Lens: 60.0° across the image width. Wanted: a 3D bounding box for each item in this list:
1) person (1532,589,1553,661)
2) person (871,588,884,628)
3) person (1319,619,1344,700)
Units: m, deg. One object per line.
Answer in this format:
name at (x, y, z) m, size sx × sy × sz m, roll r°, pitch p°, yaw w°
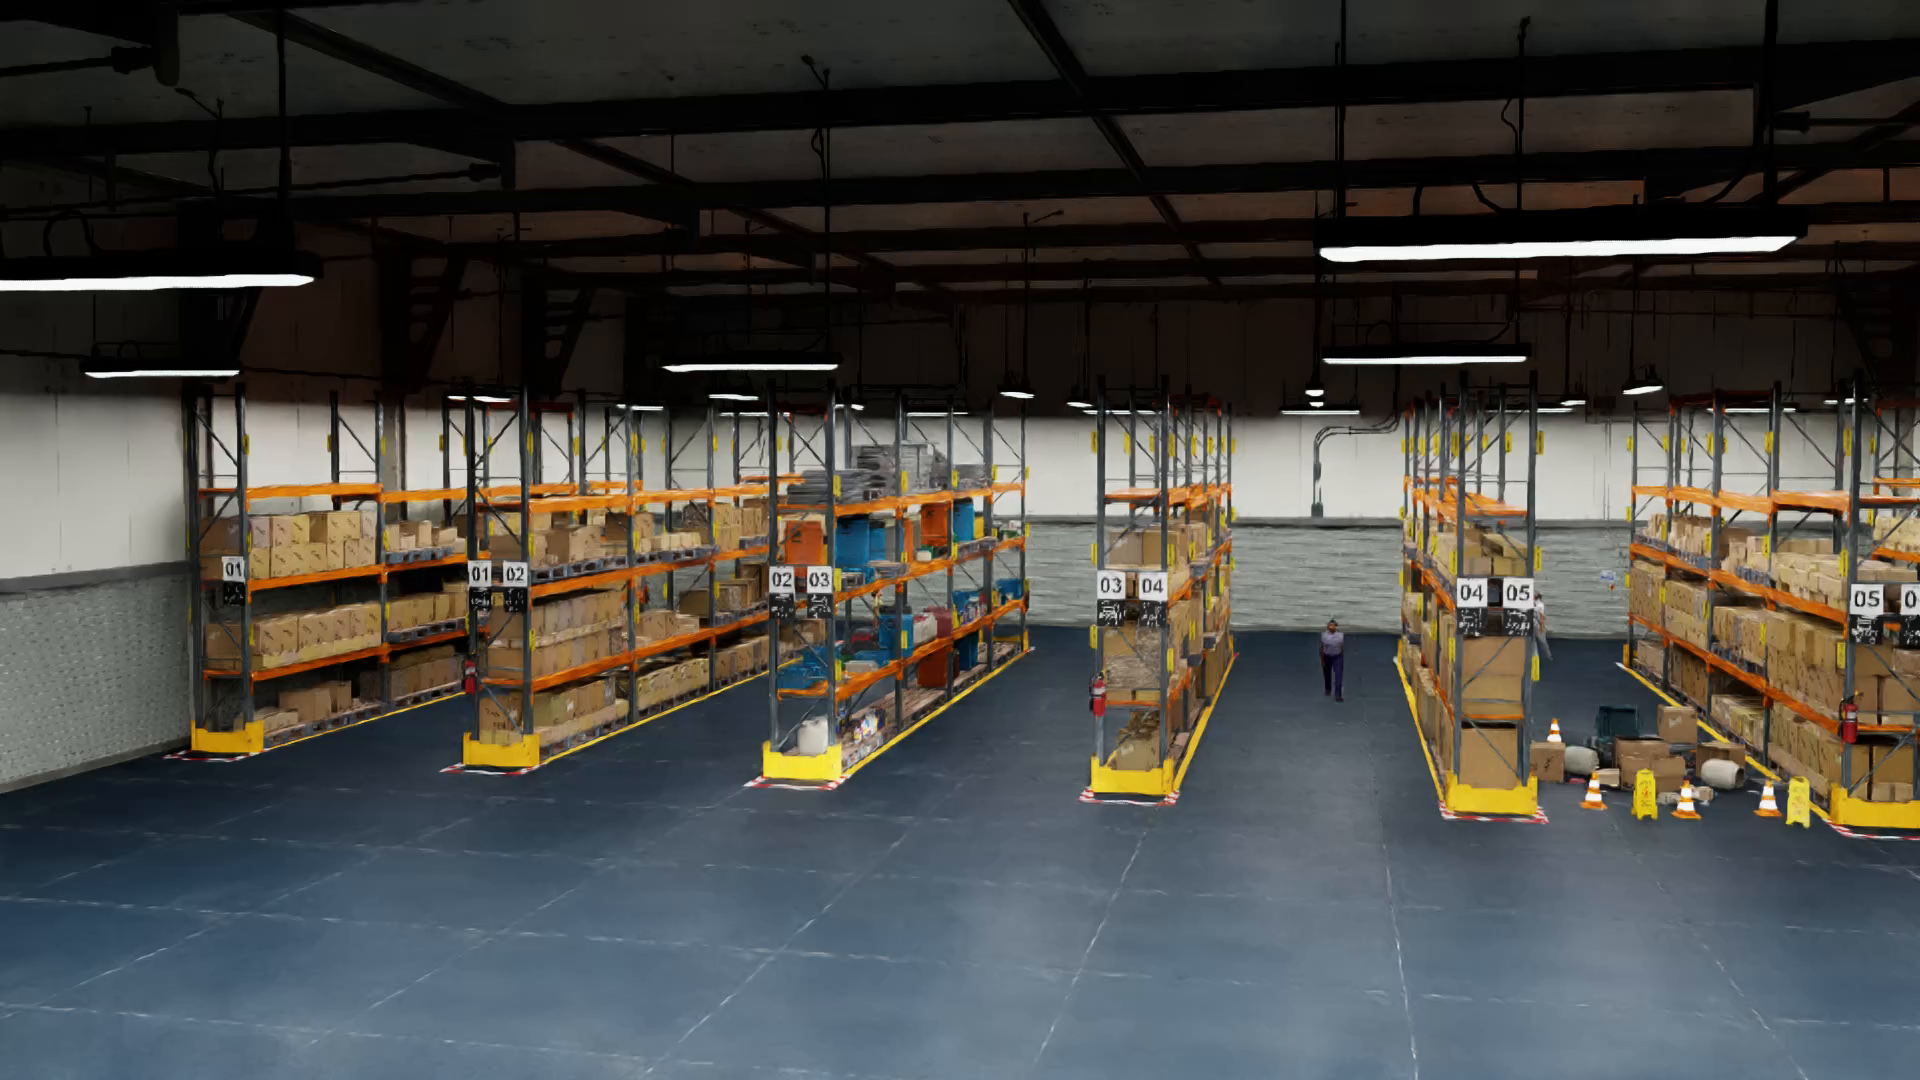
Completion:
person at (13.470, 1.976, 38.657) m, size 0.550 × 1.652 × 0.595 m, roll -1°, pitch 3°, yaw -13°
person at (-1.926, 1.903, 39.251) m, size 0.390 × 1.673 × 0.557 m, roll 0°, pitch 3°, yaw 1°
person at (7.317, 2.333, 32.750) m, size 0.479 × 1.567 × 1.090 m, roll 1°, pitch 3°, yaw 14°
